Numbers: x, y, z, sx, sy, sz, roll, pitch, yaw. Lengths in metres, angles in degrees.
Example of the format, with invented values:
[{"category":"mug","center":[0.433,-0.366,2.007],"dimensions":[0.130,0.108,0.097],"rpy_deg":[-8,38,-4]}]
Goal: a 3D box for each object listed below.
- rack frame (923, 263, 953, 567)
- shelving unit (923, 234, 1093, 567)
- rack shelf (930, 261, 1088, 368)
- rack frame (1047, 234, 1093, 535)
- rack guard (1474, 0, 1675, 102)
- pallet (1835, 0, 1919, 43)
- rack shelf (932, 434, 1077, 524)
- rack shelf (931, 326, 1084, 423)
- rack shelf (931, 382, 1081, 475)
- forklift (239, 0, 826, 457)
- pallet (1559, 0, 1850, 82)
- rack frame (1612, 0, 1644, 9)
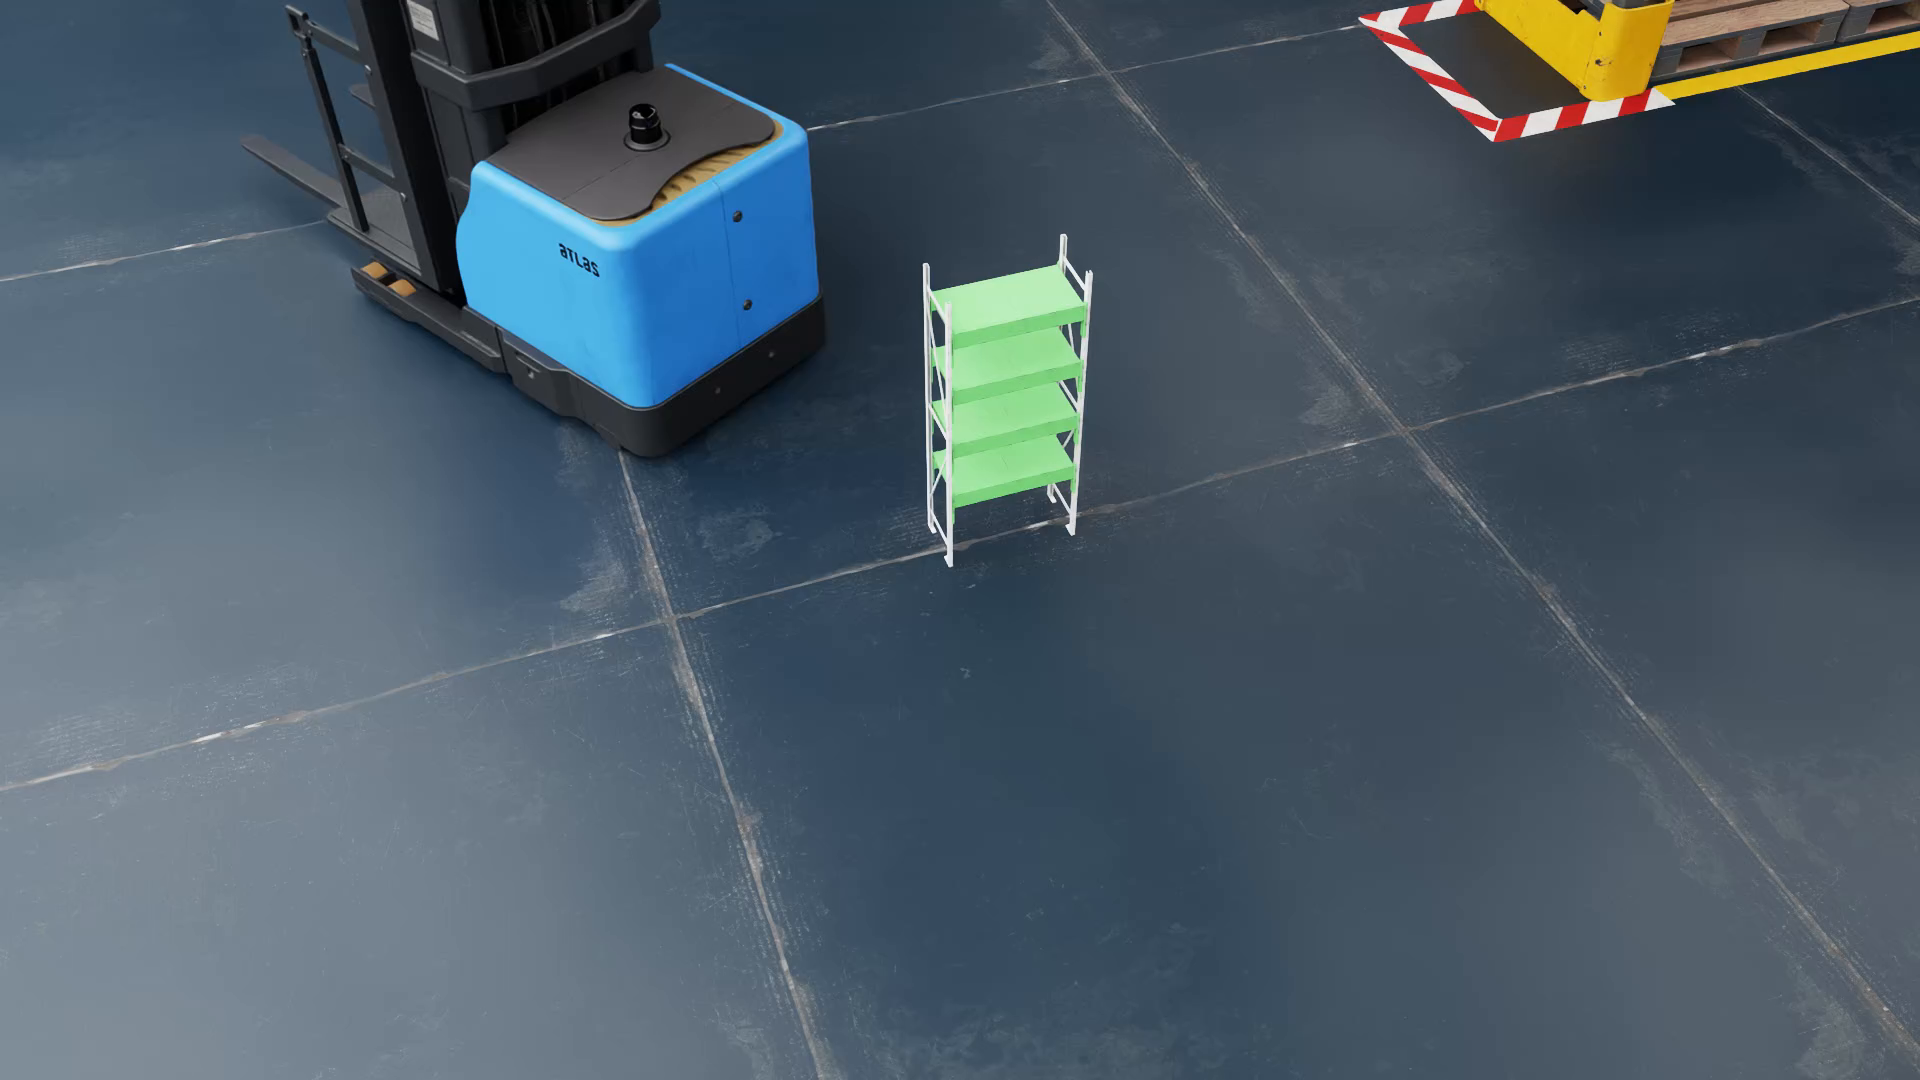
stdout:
[{"category":"rack frame","center":[-0.074,-0.405,5.806],"dimensions":[0.015,1.200,0.240],"rpy_deg":[-14,47,-14]},{"category":"shelving unit","center":[0.156,-0.463,5.865],"dimensions":[0.503,1.200,0.258],"rpy_deg":[-14,47,-14]},{"category":"rack shelf","center":[0.156,-0.757,5.570],"dimensions":[0.480,0.148,0.258],"rpy_deg":[-14,47,-14]},{"category":"rack frame","center":[0.385,-0.522,5.923],"dimensions":[0.015,1.200,0.240],"rpy_deg":[-14,47,-14]},{"category":"rack guard","center":[3.190,-2.828,8.715],"dimensions":[0.348,0.500,1.175],"rpy_deg":[-14,47,-14]},{"category":"pallet","center":[5.102,-3.208,9.299],"dimensions":[1.213,0.211,1.003],"rpy_deg":[-14,47,-14]},{"category":"rack shelf","center":[0.156,-0.249,6.080],"dimensions":[0.480,0.148,0.258],"rpy_deg":[-14,47,-14]},{"category":"rack shelf","center":[0.156,-0.588,5.740],"dimensions":[0.480,0.148,0.258],"rpy_deg":[-14,47,-14]},{"category":"rack shelf","center":[0.156,-0.418,5.910],"dimensions":[0.480,0.148,0.258],"rpy_deg":[-14,47,-14]},{"category":"forklift","center":[-2.016,-2.250,6.423],"dimensions":[3.031,2.935,1.130],"rpy_deg":[31,53,27]},{"category":"pallet","center":[3.956,-2.918,9.009],"dimensions":[1.213,0.211,1.003],"rpy_deg":[-14,47,-14]},{"category":"rack frame","center":[3.135,-3.660,7.780],"dimensions":[0.127,3.000,1.000],"rpy_deg":[-14,47,-14]}]
